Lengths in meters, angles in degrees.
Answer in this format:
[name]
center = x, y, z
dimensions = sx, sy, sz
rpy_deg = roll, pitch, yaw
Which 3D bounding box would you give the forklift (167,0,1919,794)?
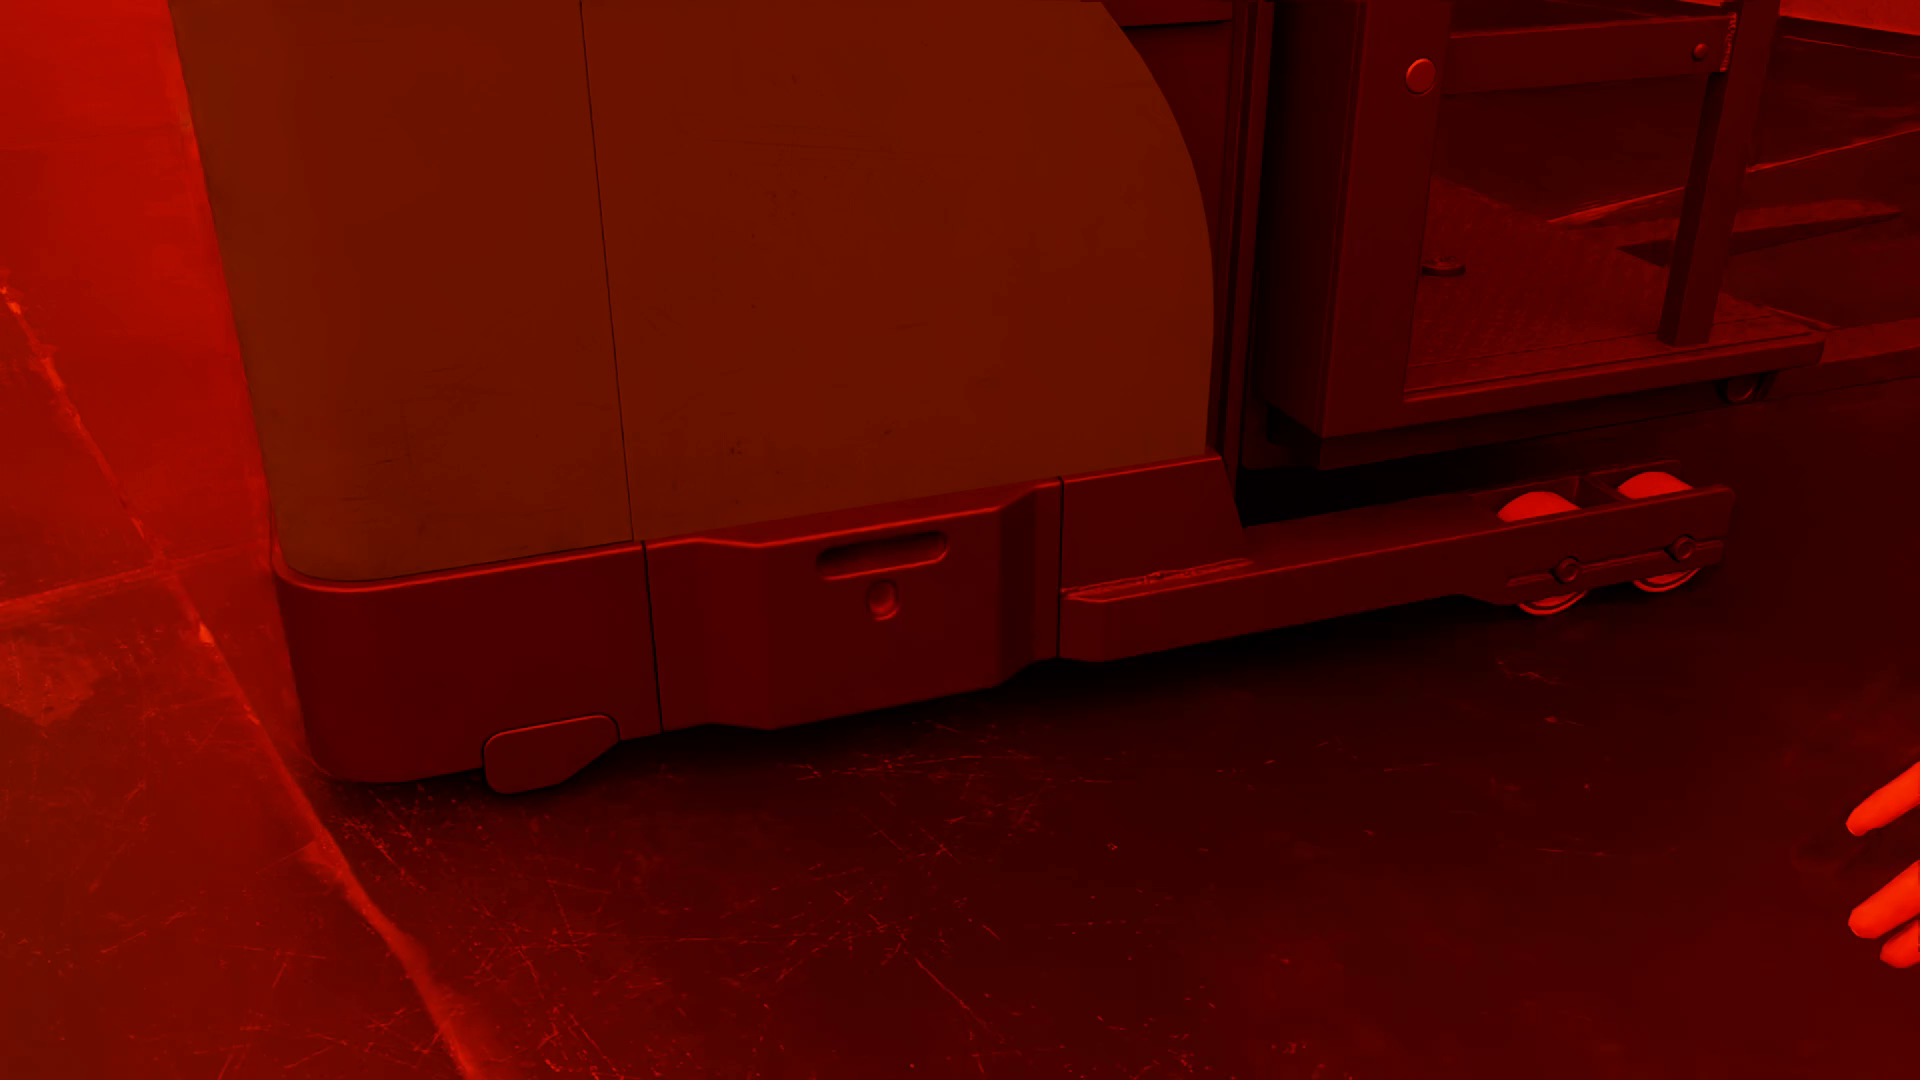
[forklift]
center = 0.548, -1.420, 2.061
dimensions = 3.031, 2.935, 1.130
rpy_deg = -9, 28, -18
